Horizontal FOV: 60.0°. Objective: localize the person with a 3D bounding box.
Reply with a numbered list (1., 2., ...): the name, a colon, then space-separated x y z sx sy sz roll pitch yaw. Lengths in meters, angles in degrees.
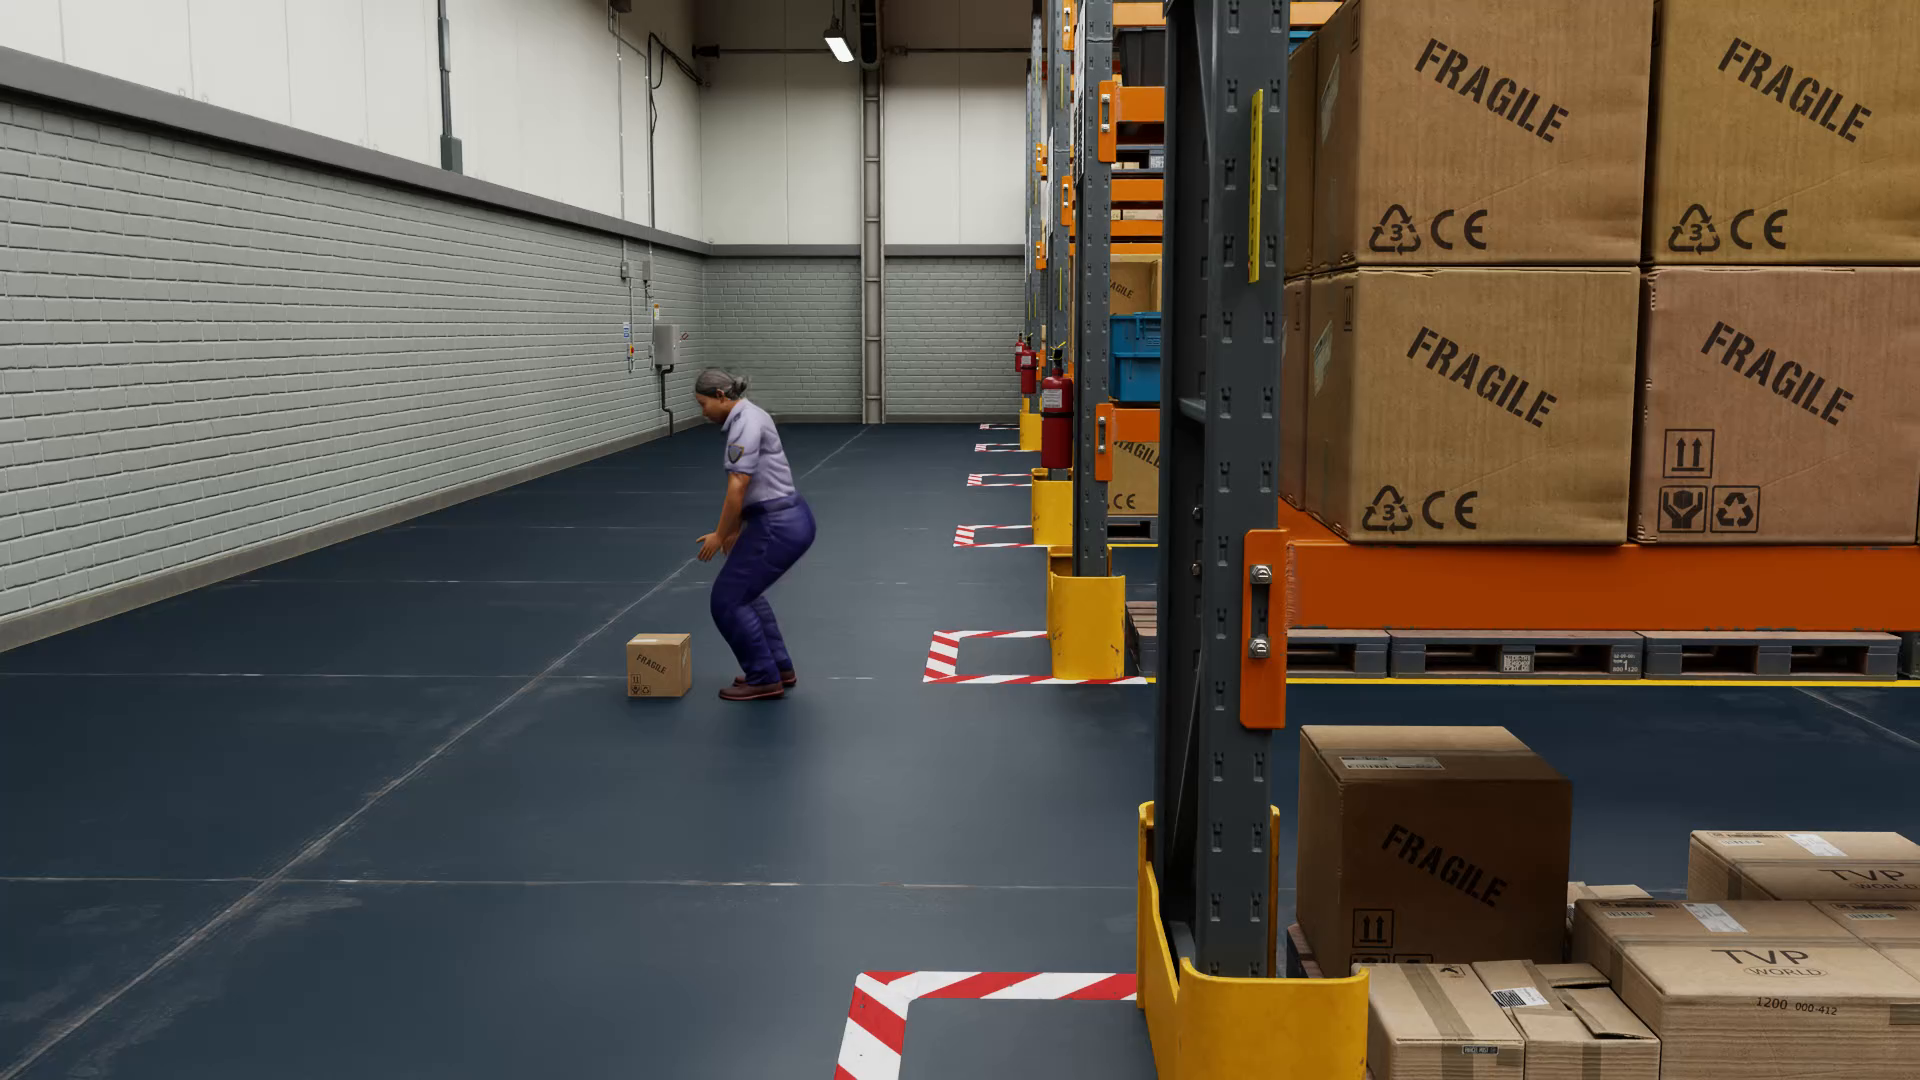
1. person: -0.940 -0.028 7.645 0.529 1.510 0.522 0 7 2
